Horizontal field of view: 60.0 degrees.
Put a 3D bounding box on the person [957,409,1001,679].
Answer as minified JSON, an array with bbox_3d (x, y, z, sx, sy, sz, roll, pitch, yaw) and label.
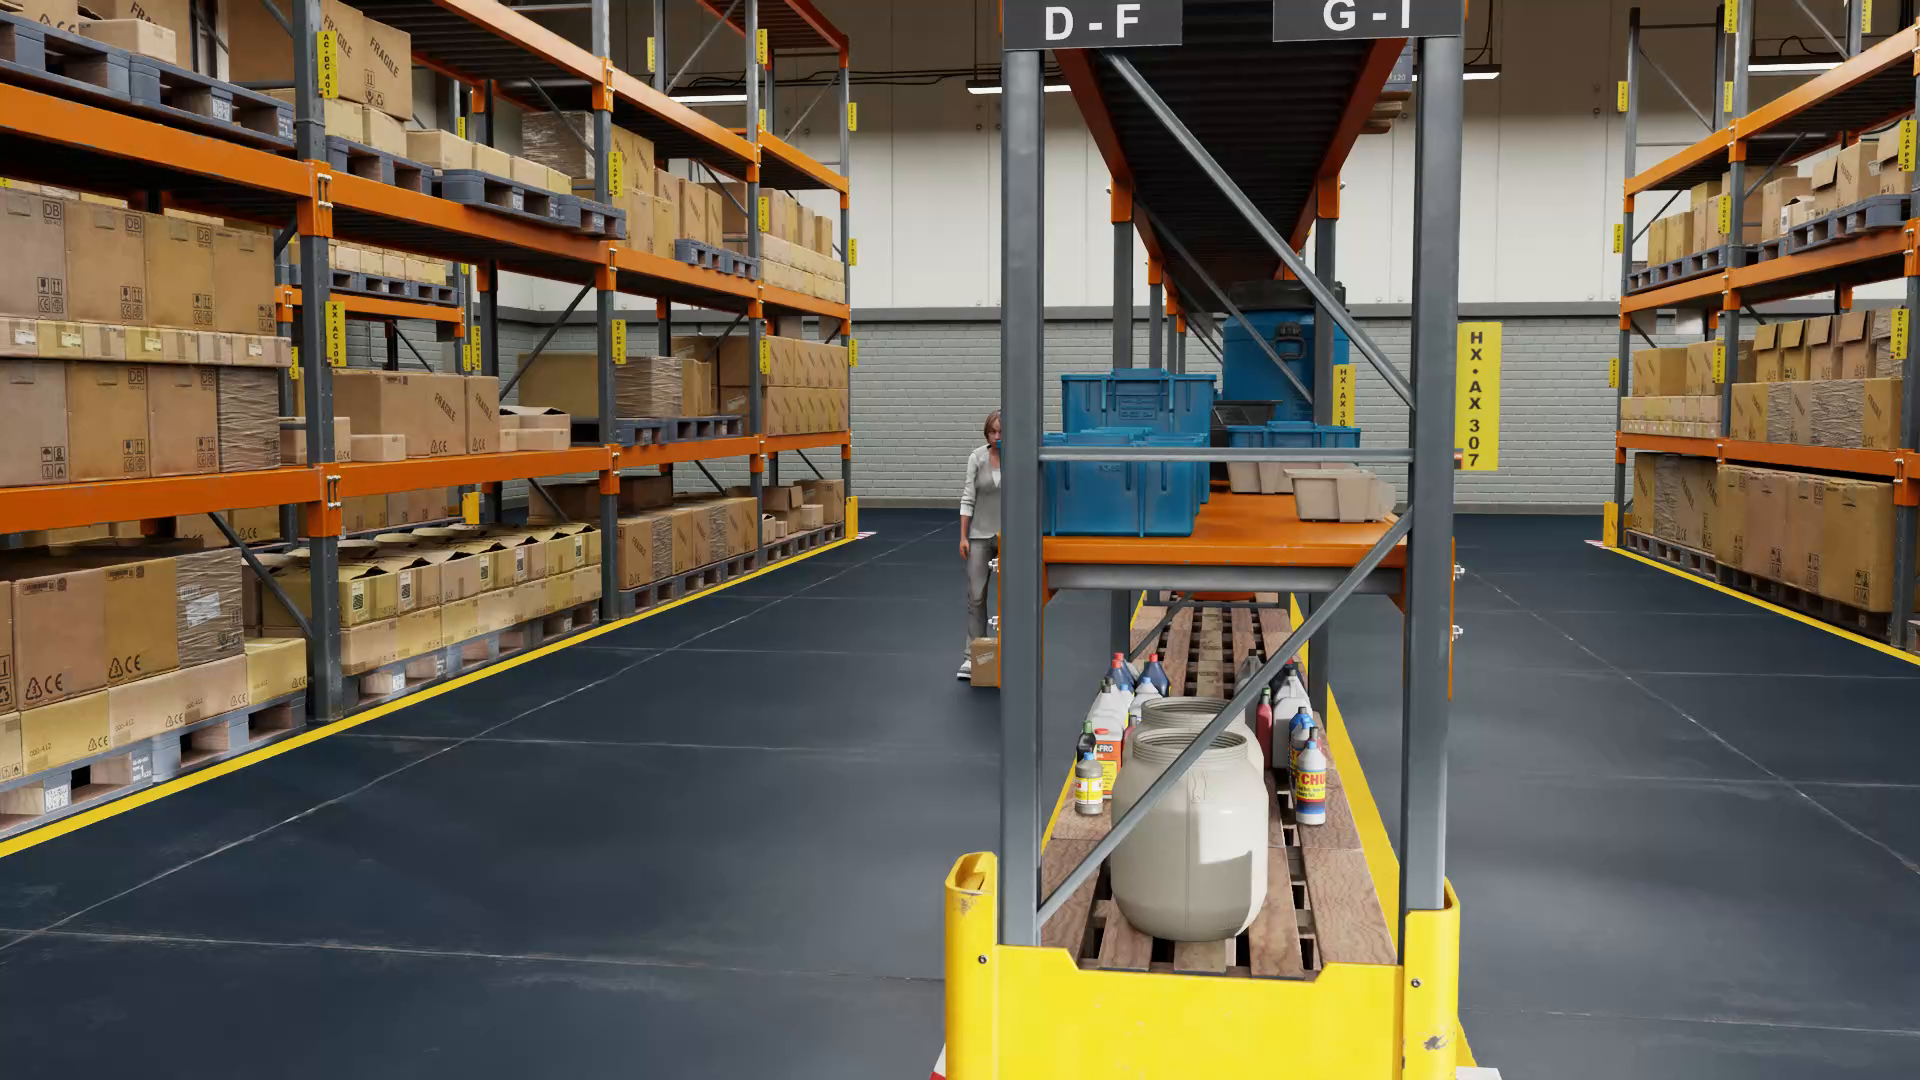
[{"bbox_3d":[0.224,0.079,9.872,0.459,1.477,0.347,1,5,8],"label":"person"}]
